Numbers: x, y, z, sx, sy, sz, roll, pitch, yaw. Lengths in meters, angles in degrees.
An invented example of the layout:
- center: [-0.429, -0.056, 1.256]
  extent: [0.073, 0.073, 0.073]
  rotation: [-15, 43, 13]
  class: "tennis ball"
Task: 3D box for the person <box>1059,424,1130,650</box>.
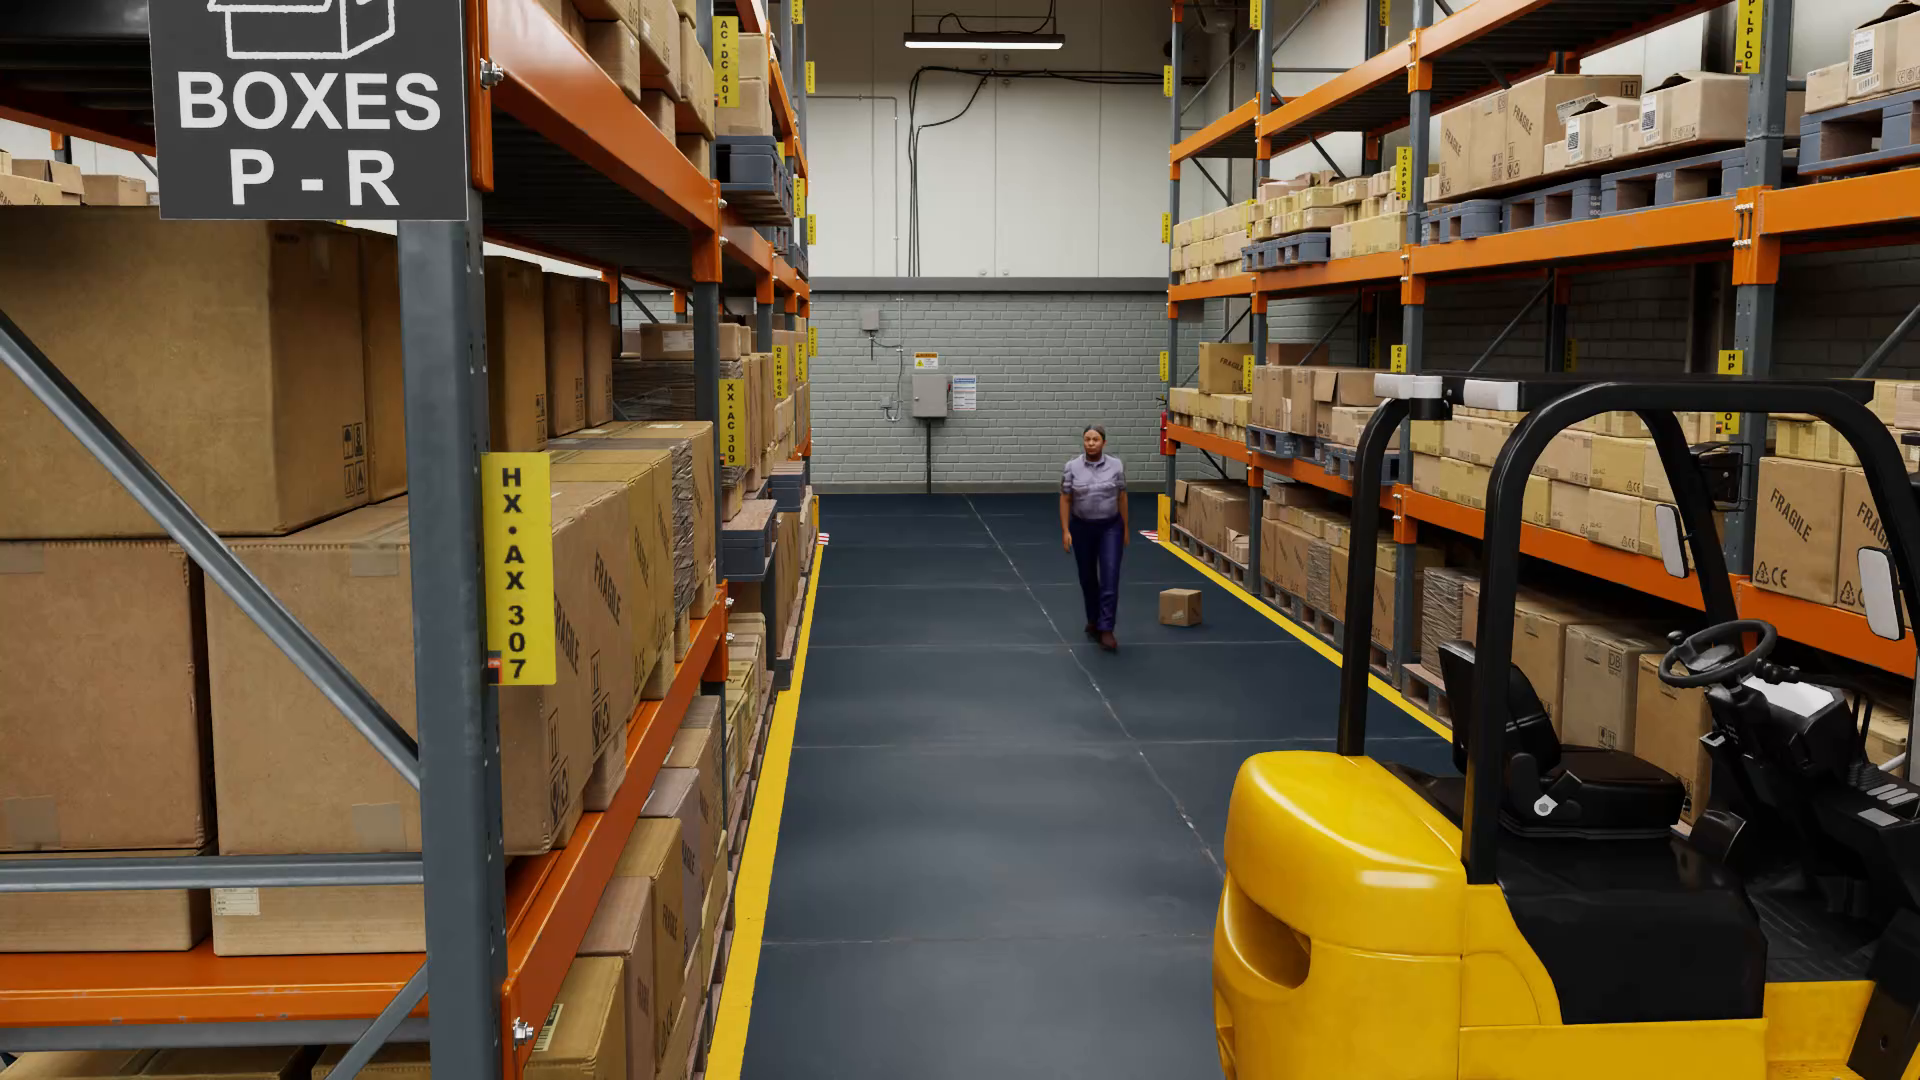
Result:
- center: [0.985, -0.061, 12.280]
  extent: [0.506, 1.601, 0.898]
  rotation: [1, 7, 11]
  class: "person"
